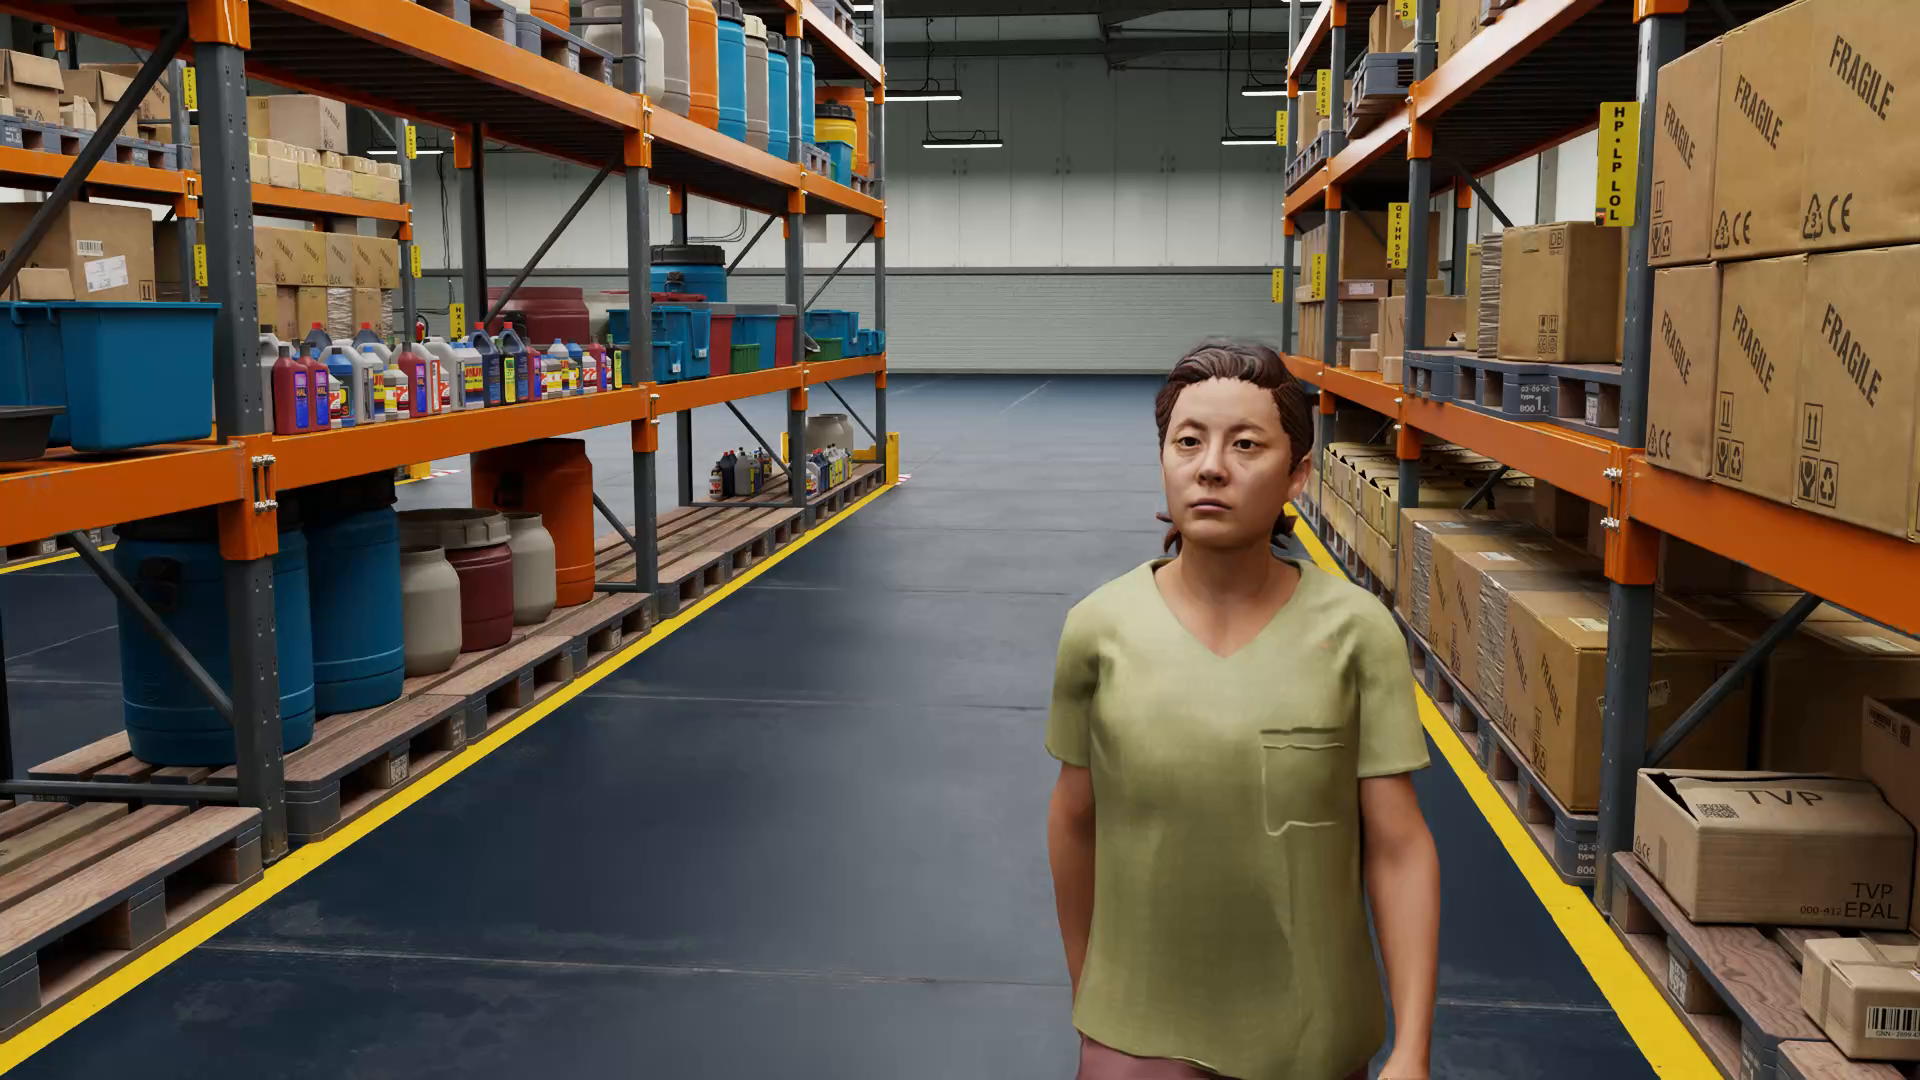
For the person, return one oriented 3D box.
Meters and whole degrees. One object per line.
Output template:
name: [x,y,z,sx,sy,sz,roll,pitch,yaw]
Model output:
person: [0.316,0.584,1.892,0.445,1.610,1.000,0,8,3]
